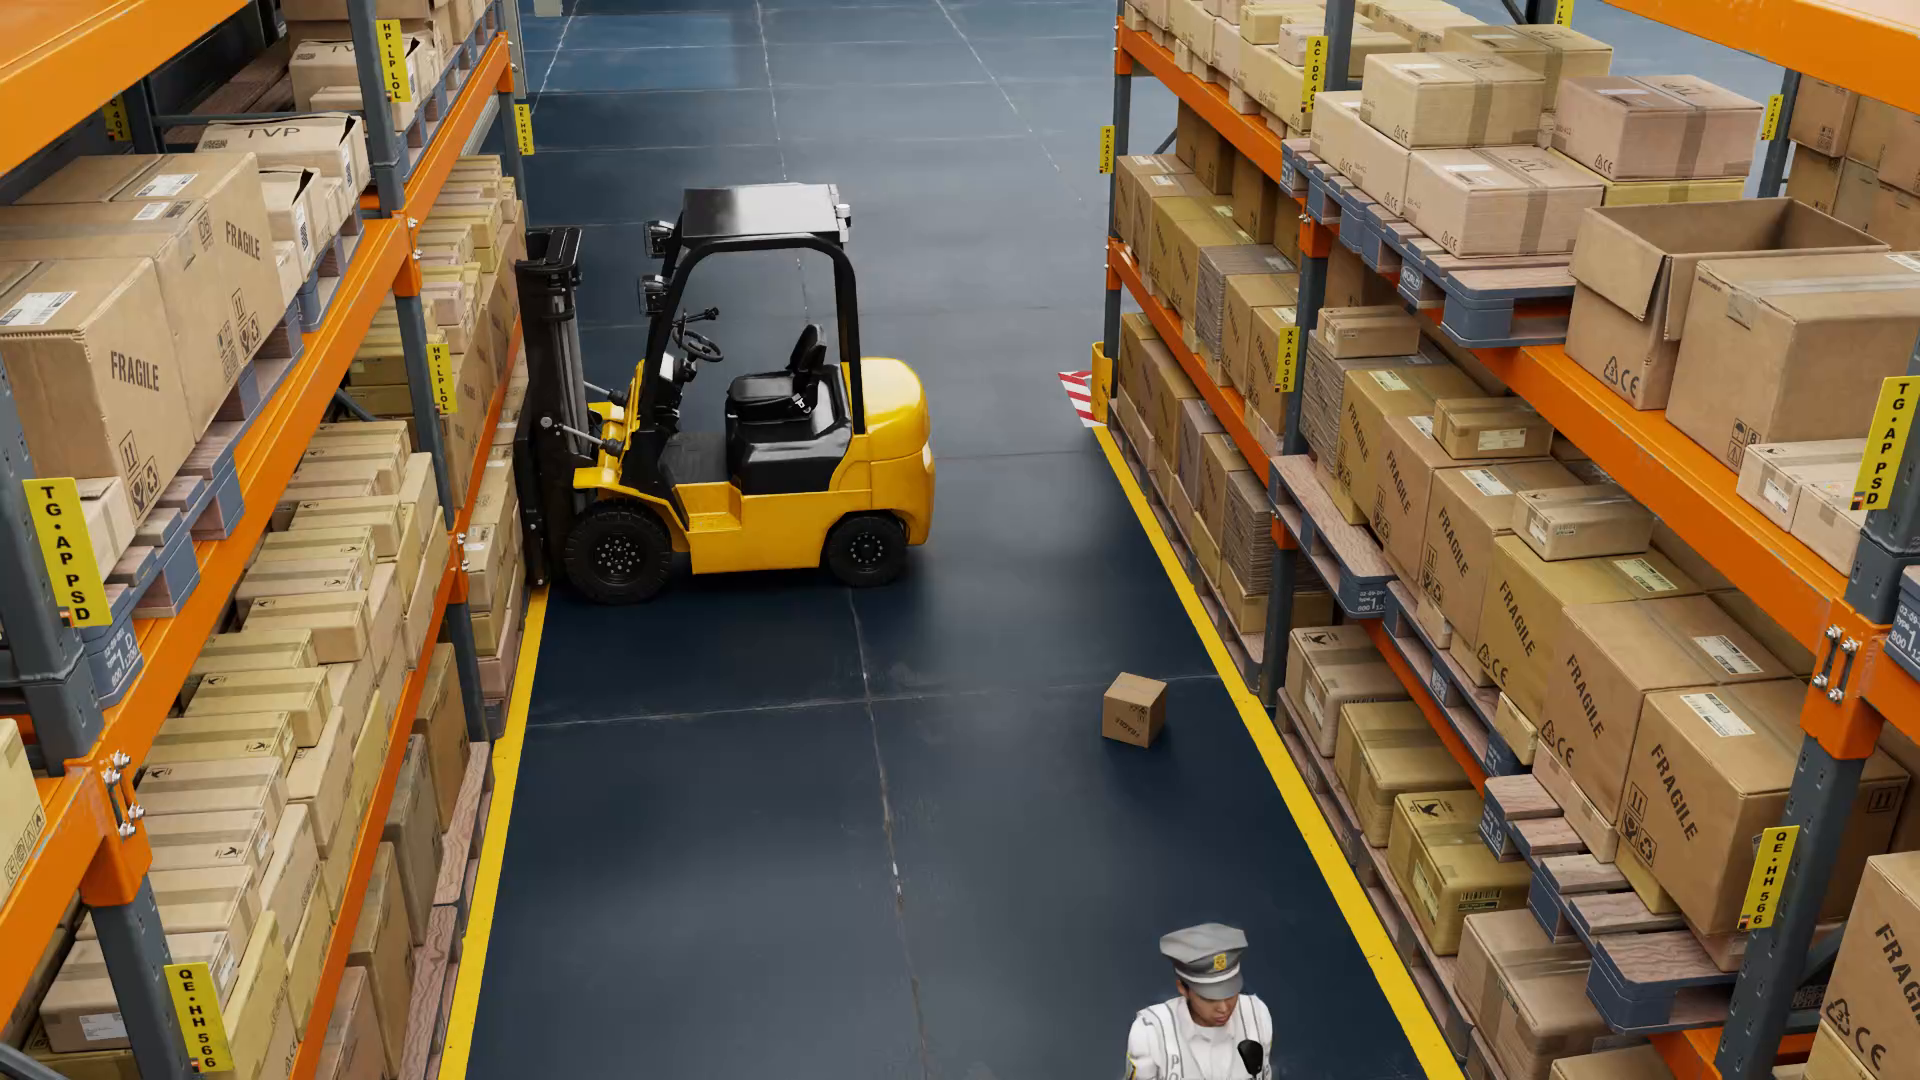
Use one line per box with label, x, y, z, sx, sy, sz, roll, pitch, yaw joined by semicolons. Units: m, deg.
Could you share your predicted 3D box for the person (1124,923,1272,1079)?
person;0.704;1.884;4.963;0.499;1.747;0.518;-4;28;-7
